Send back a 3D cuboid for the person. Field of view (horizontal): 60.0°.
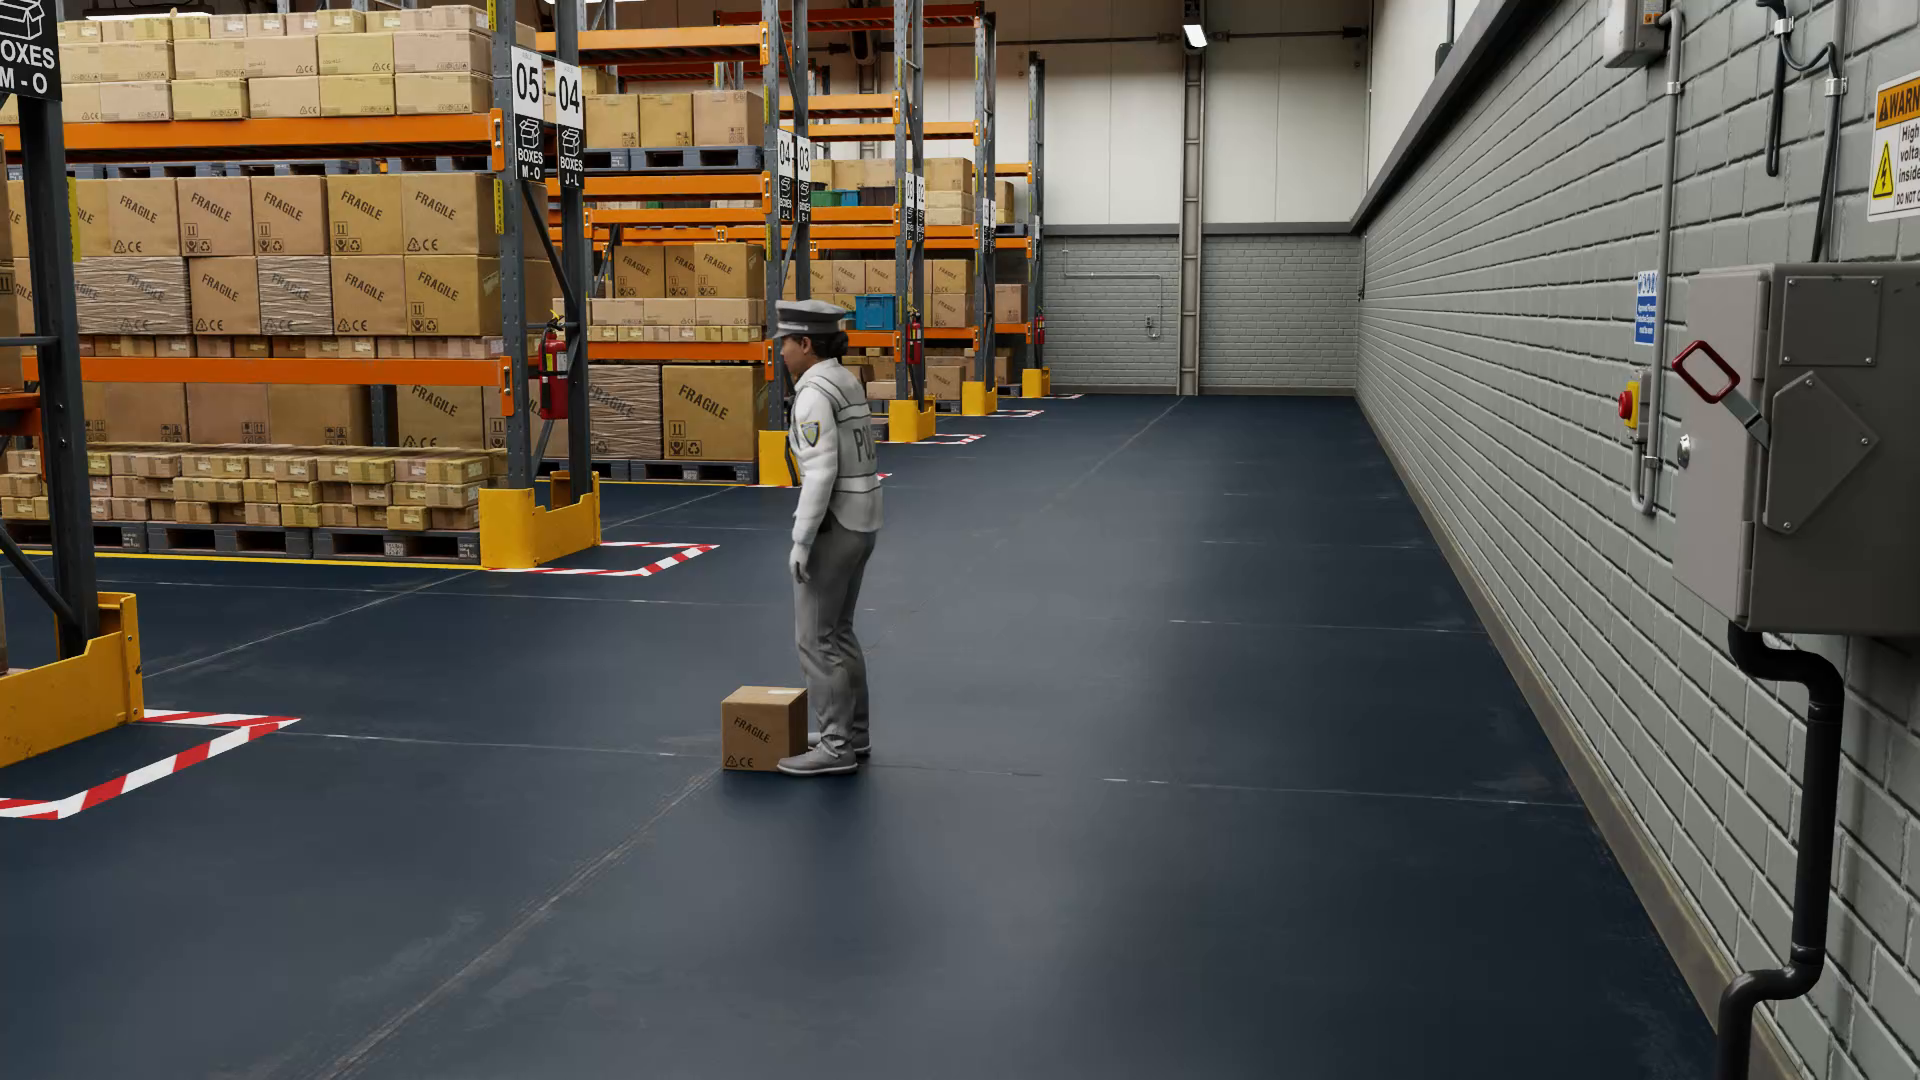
[{"bbox_3d":[-0.467,-0.012,5.888,0.371,1.663,0.530,2,8,11],"label":"person"}]
